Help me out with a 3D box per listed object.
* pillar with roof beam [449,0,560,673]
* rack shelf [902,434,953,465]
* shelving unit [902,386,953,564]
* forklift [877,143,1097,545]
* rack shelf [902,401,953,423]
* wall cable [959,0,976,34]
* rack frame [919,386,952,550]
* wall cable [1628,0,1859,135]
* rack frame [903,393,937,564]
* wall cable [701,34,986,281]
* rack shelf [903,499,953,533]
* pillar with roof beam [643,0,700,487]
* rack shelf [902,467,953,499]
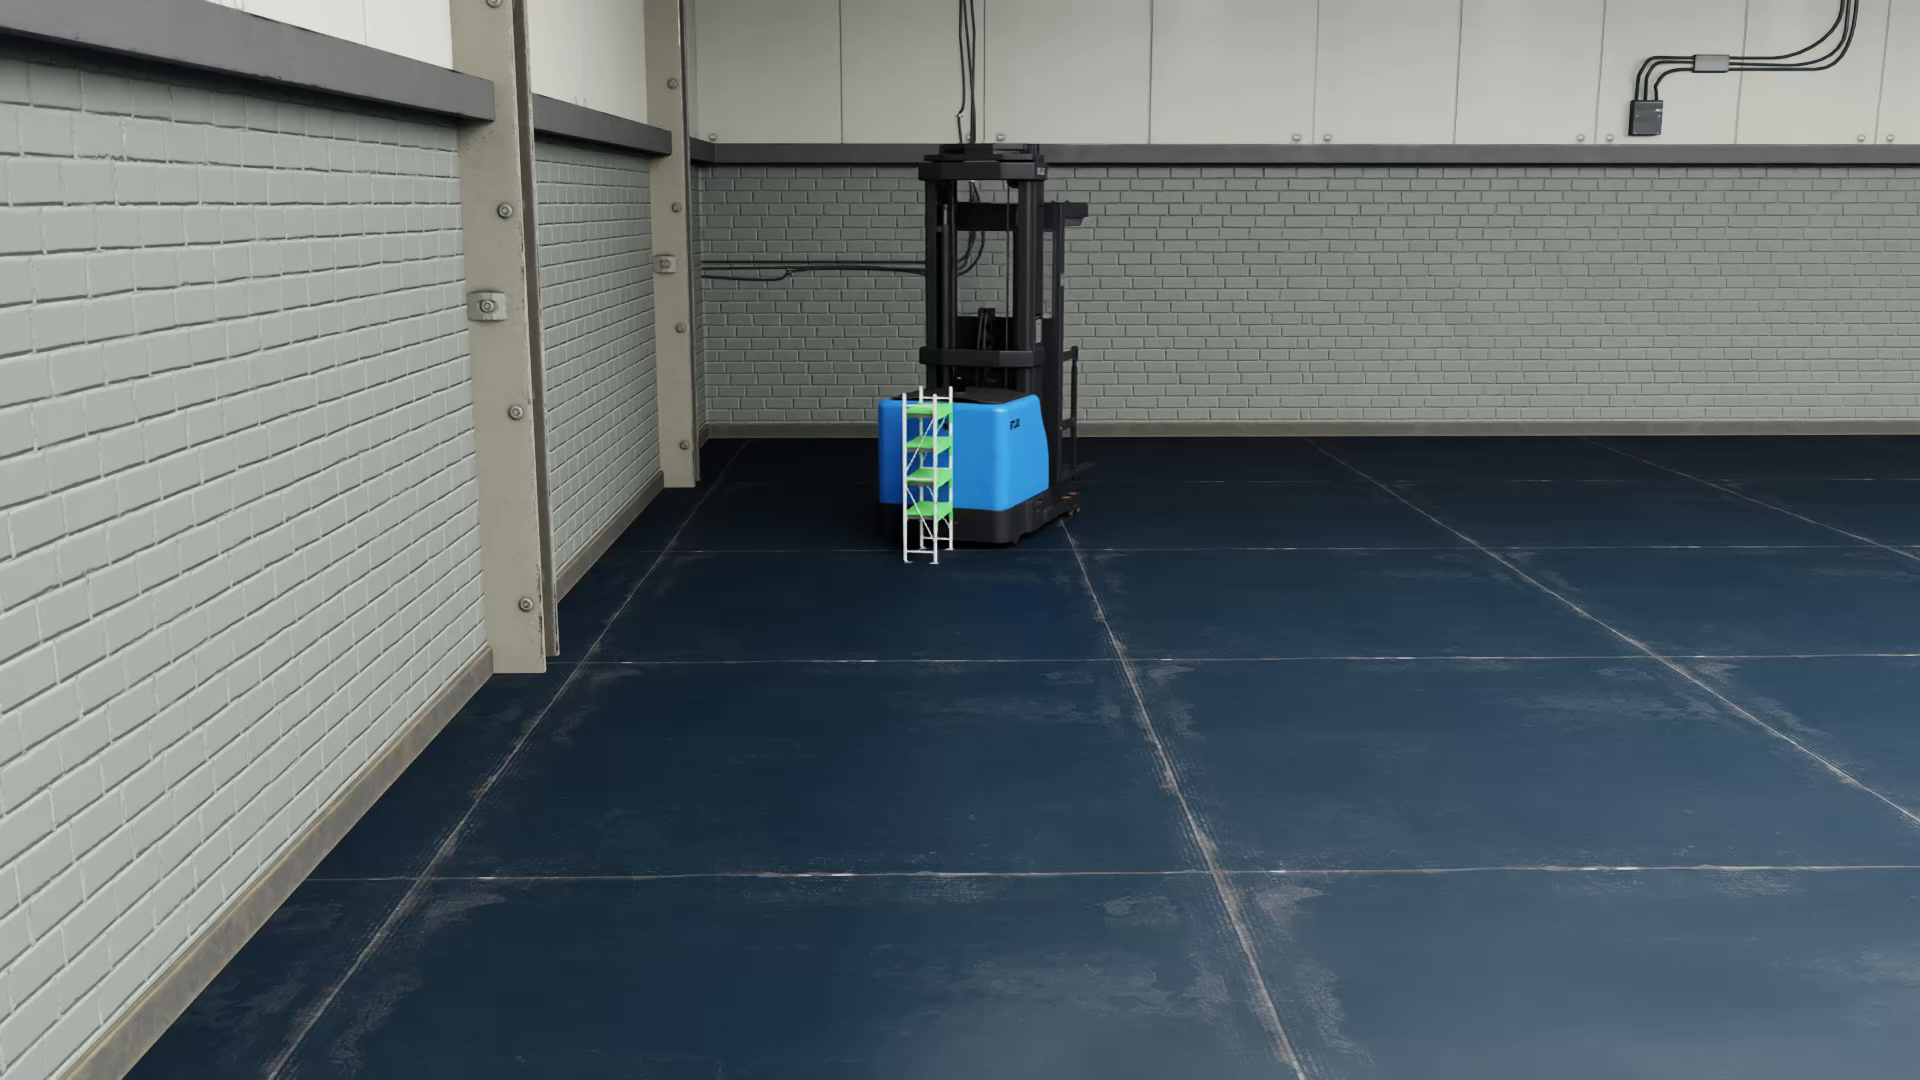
[{"bbox_3d":[1.892,-3.747,8.394,9.100,9.000,0.400,0,11,-1],"label":"pillar with roof beam"},{"bbox_3d":[-0.227,-0.643,11.826,0.258,0.148,0.480,3,12,12],"label":"rack shelf"},{"bbox_3d":[-0.227,-0.471,11.861,0.258,1.200,0.503,3,12,12],"label":"shelving unit"},{"bbox_3d":[0.371,-1.654,13.340,1.130,2.935,3.031,4,12,20],"label":"forklift"},{"bbox_3d":[-0.227,-0.878,11.778,0.258,0.148,0.480,3,12,12],"label":"rack shelf"},{"bbox_3d":[1.430,-6.477,16.960,3.097,2.526,0.112,0,11,-1],"label":"wall cable"},{"bbox_3d":[-0.174,-0.518,12.094,0.240,1.200,0.015,3,12,12],"label":"rack frame"},{"bbox_3d":[8.217,-7.215,16.938,2.305,6.003,0.169,0,11,-1],"label":"wall cable"},{"bbox_3d":[-0.279,-0.423,11.627,0.240,1.200,0.015,3,12,12],"label":"rack frame"},{"bbox_3d":[-1.275,-3.991,17.408,3.097,2.526,0.112,0,11,-1],"label":"wall cable"},{"bbox_3d":[-0.227,-0.173,11.921,0.258,0.148,0.480,3,12,12],"label":"rack shelf"},{"bbox_3d":[1.768,-4.939,14.273,9.100,9.000,0.400,0,11,-1],"label":"pillar with roof beam"},{"bbox_3d":[-0.227,-0.408,11.873,0.258,0.148,0.480,3,12,12],"label":"rack shelf"}]
